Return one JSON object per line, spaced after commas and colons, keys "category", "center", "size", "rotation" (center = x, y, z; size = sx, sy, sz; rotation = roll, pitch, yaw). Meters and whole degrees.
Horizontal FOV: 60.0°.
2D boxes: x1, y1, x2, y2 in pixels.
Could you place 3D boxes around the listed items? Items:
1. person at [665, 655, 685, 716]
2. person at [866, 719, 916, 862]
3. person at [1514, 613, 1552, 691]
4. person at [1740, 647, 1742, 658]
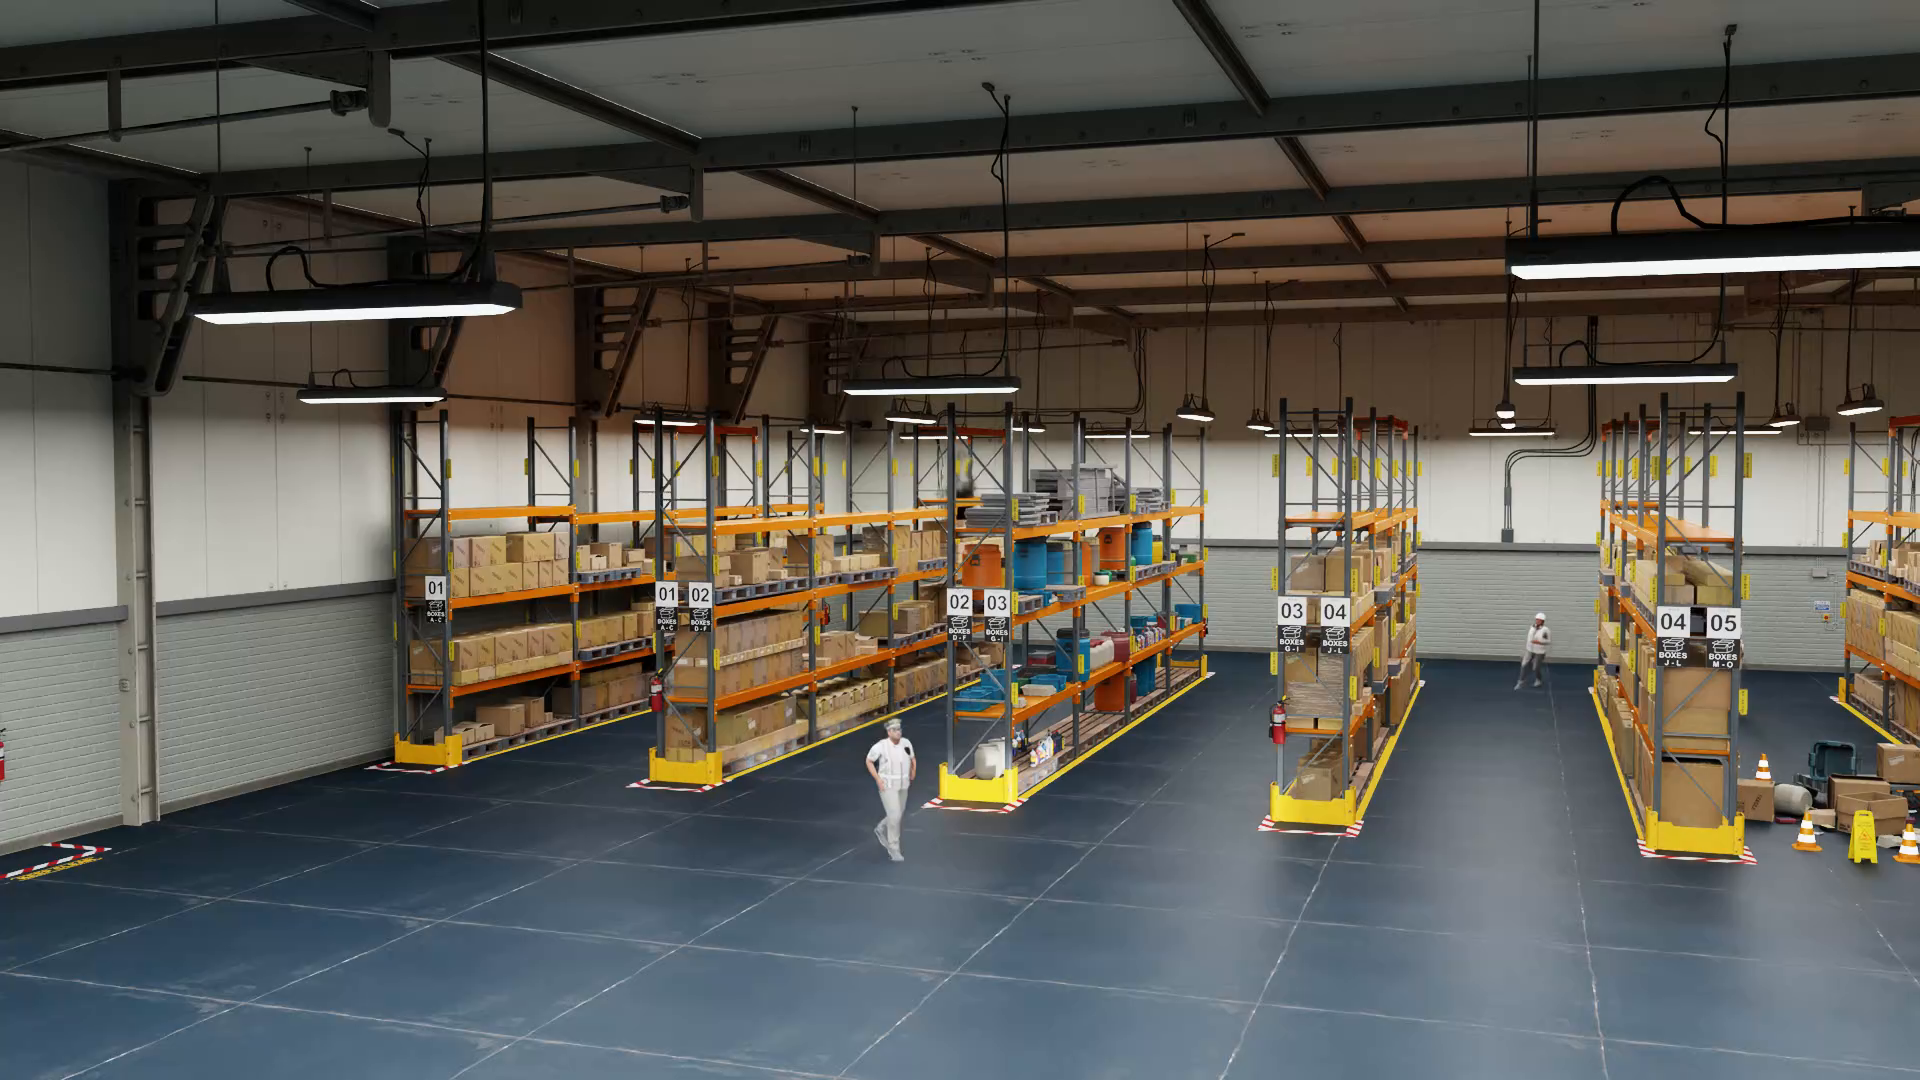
{"category": "person", "center": [-5.168, 2.892, 30.220], "size": [0.519, 1.623, 0.797], "rotation": [0, 2, 1]}
{"category": "person", "center": [-0.888, 3.206, 21.534], "size": [0.675, 1.841, 0.793], "rotation": [-2, 3, -36]}
{"category": "person", "center": [13.054, 2.527, 37.591], "size": [0.874, 1.772, 0.720], "rotation": [-2, 3, -41]}
{"category": "person", "center": [16.024, 2.642, 34.904], "size": [0.714, 1.733, 0.583], "rotation": [1, 3, 18]}
